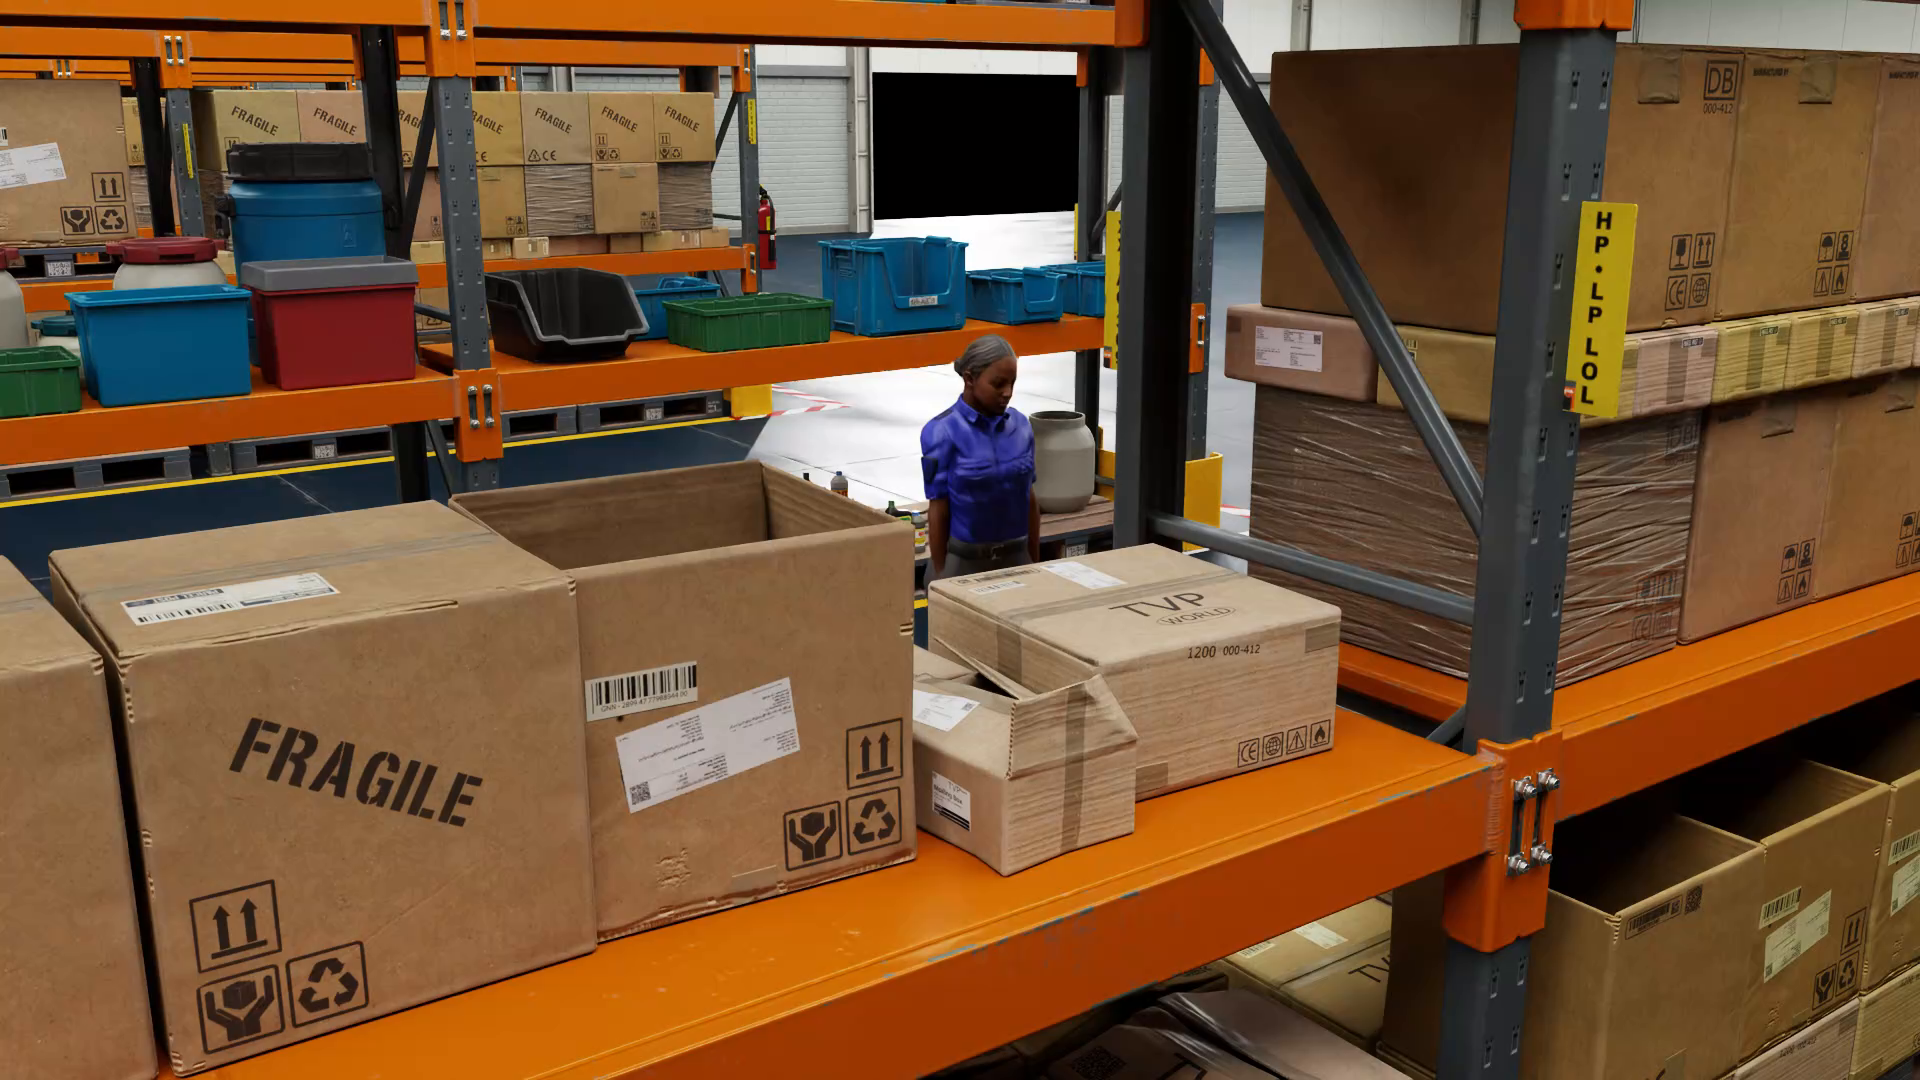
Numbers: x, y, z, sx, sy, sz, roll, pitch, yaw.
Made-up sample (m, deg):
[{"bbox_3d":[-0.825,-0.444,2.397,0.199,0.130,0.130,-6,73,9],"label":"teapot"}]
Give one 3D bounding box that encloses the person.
[{"bbox_3d":[0.087,0.139,5.515,0.439,1.655,0.306,-10,18,-34],"label":"person"}]
